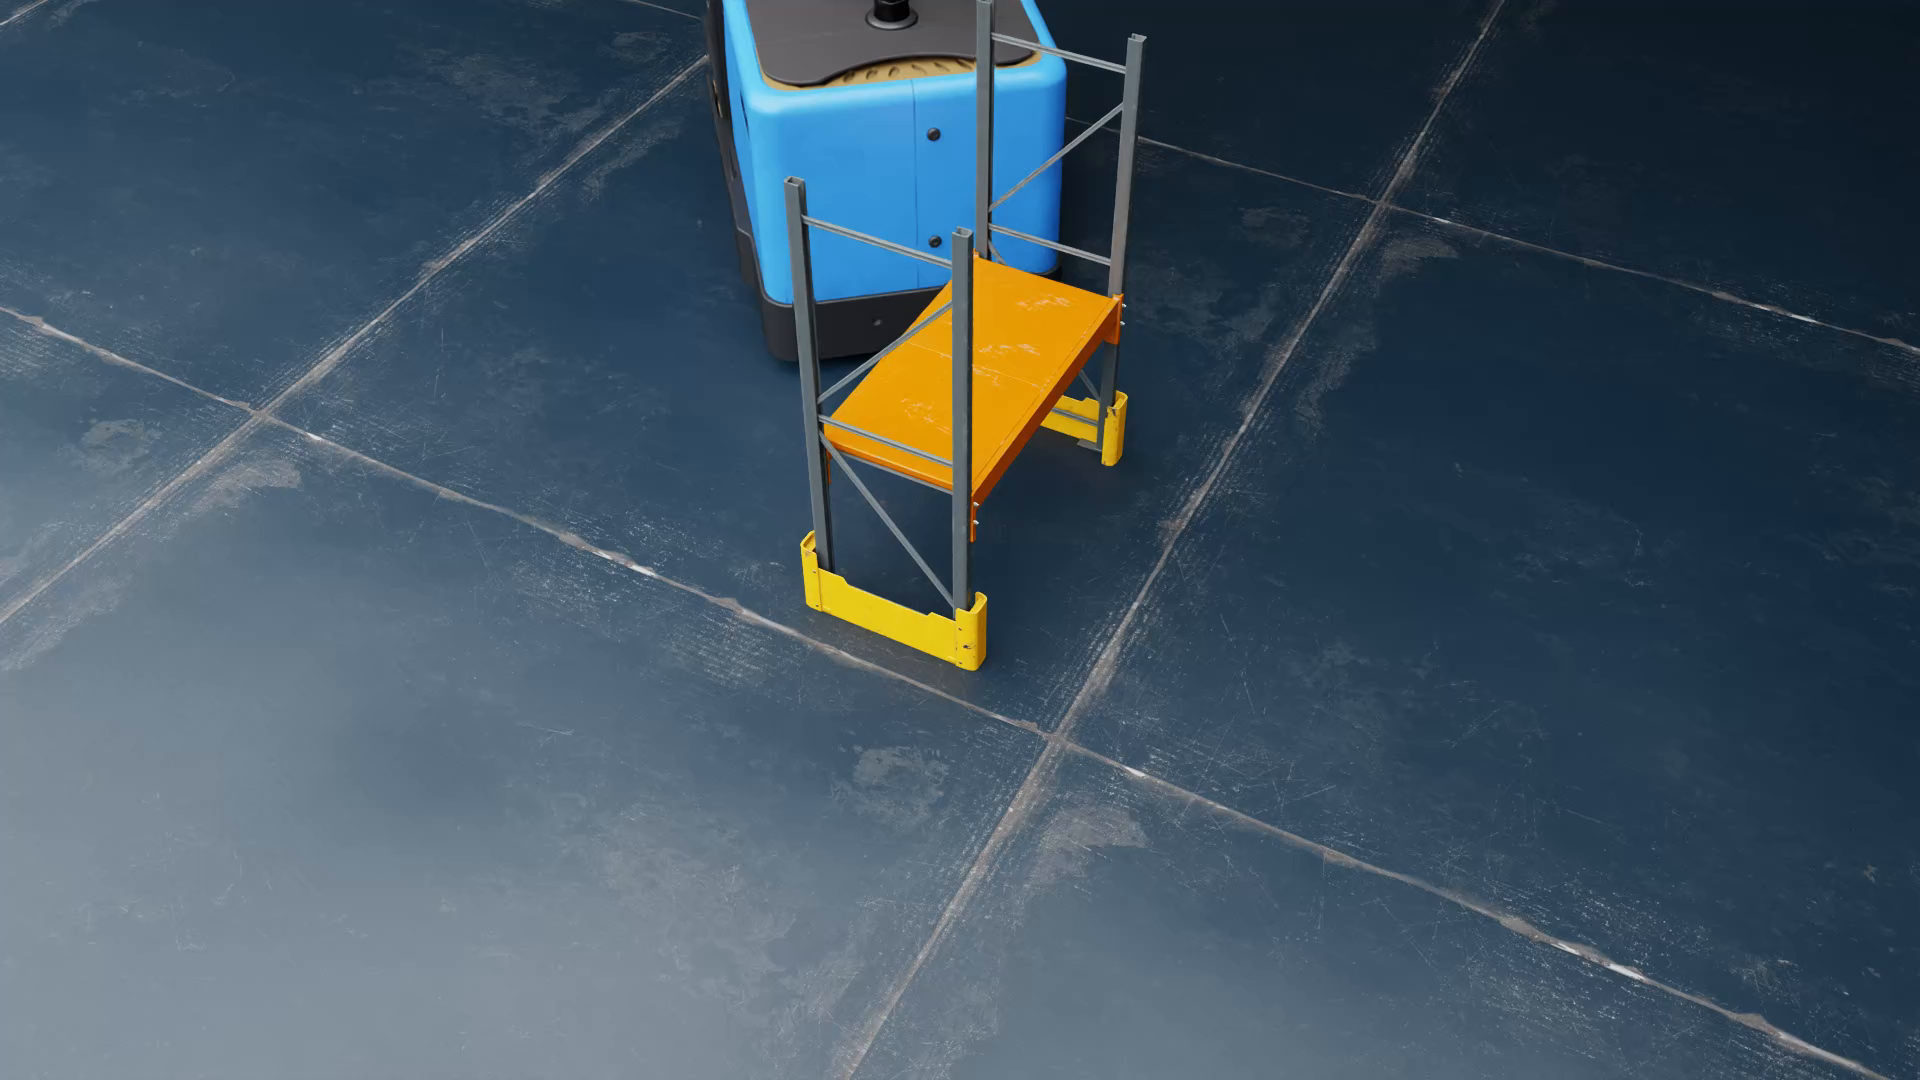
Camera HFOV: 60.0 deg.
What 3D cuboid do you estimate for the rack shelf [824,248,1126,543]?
[{"bbox_3d":[0.040,-0.455,4.898,0.538,0.185,1.000,20,49,19],"label":"rack shelf"}]

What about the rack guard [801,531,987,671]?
[{"bbox_3d":[-0.196,0.178,4.898,0.587,0.250,0.087,20,49,19],"label":"rack guard"}]

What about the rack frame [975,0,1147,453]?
[{"bbox_3d":[0.276,-0.901,5.086,0.500,1.500,0.032,20,49,19],"label":"rack frame"}]

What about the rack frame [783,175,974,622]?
[{"bbox_3d":[-0.196,-0.261,4.453,0.500,1.500,0.032,20,49,19],"label":"rack frame"}]

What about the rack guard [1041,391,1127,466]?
[{"bbox_3d":[0.267,-0.450,5.519,0.587,0.250,0.087,20,49,19],"label":"rack guard"}]

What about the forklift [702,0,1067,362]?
[{"bbox_3d":[-0.446,-2.712,5.869,1.130,2.935,3.031,-8,46,-8],"label":"forklift"}]

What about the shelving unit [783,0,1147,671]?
[{"bbox_3d":[0.035,-0.575,4.764,0.587,1.500,1.083,20,49,19],"label":"shelving unit"}]
